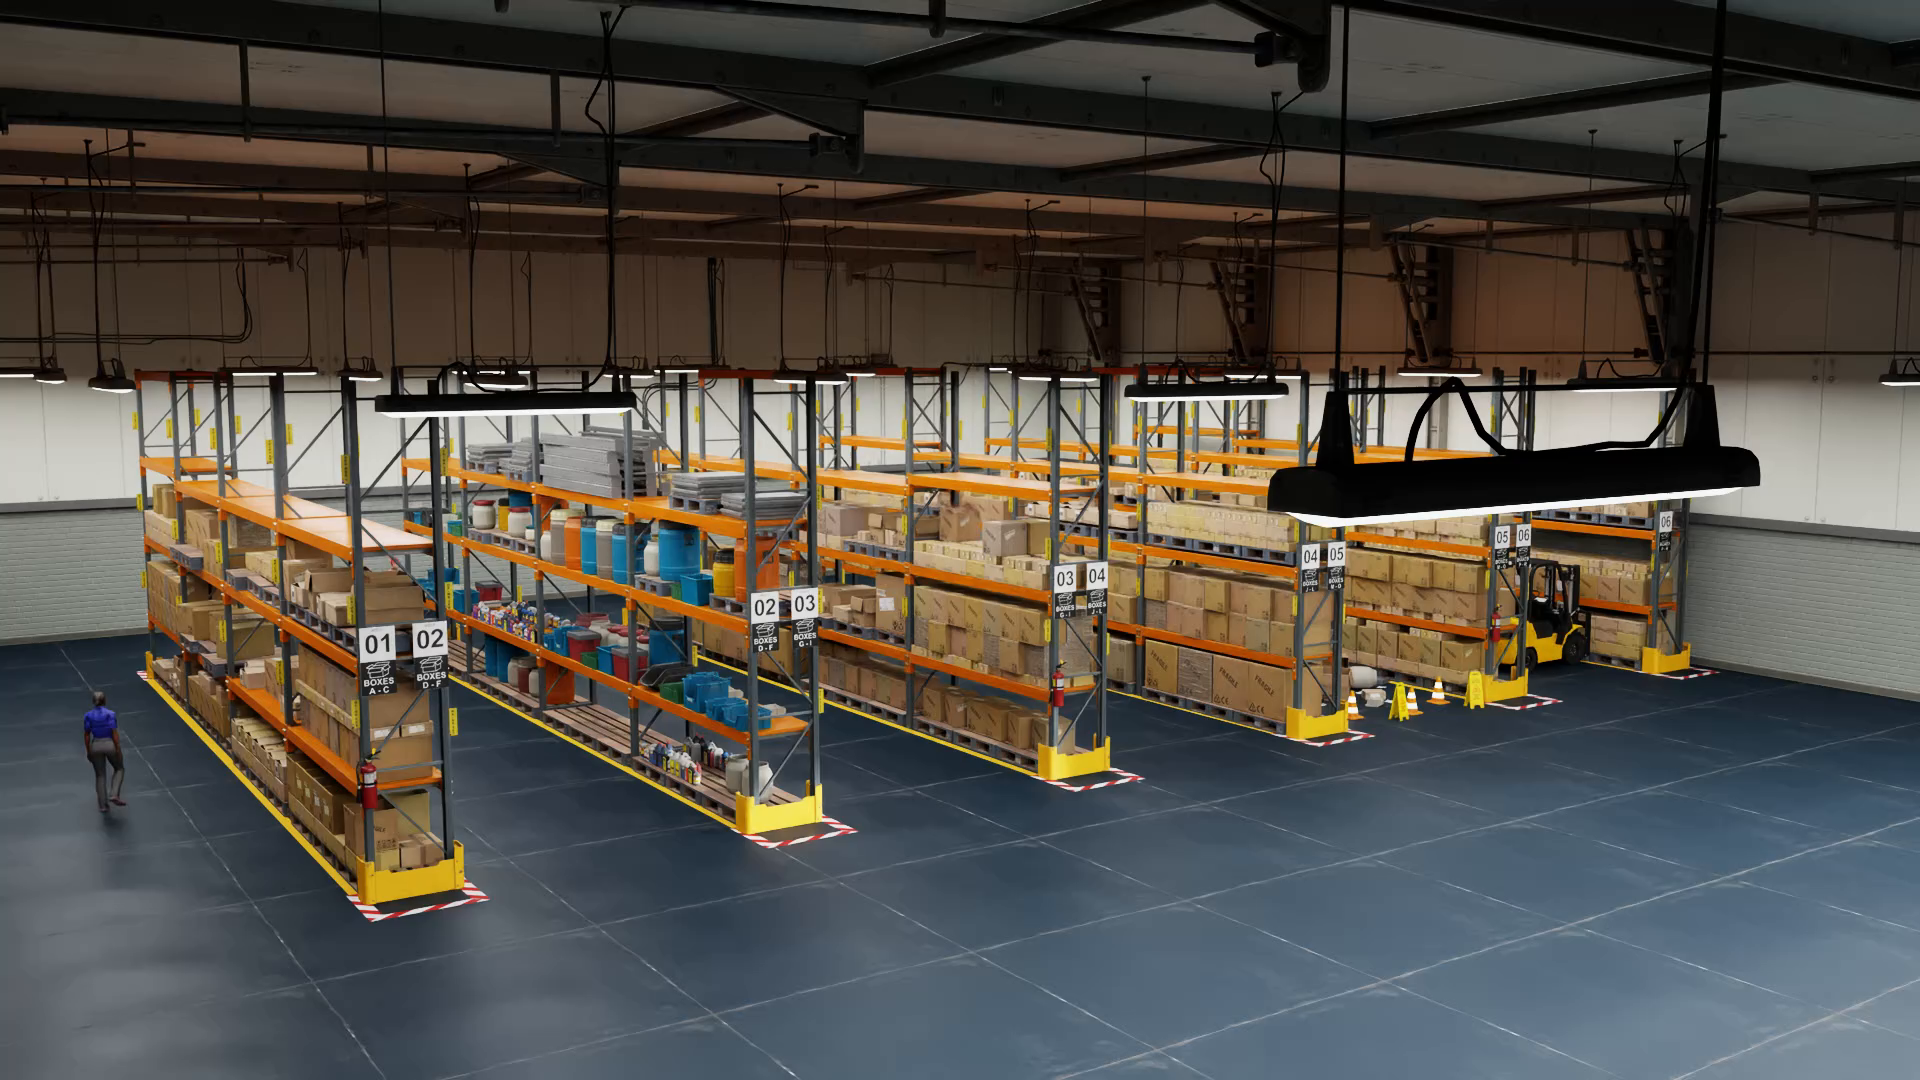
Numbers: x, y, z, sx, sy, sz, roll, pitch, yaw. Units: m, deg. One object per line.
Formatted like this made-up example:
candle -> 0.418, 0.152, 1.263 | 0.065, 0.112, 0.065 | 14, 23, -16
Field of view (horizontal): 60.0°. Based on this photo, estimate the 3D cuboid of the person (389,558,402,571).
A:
person -> -12.595, 1.249, 37.173 | 1.106, 1.715, 0.552 | 2, 7, 15

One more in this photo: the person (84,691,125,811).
person -> -11.850, 2.908, 23.008 | 0.477, 1.647, 0.441 | -2, 7, -16
